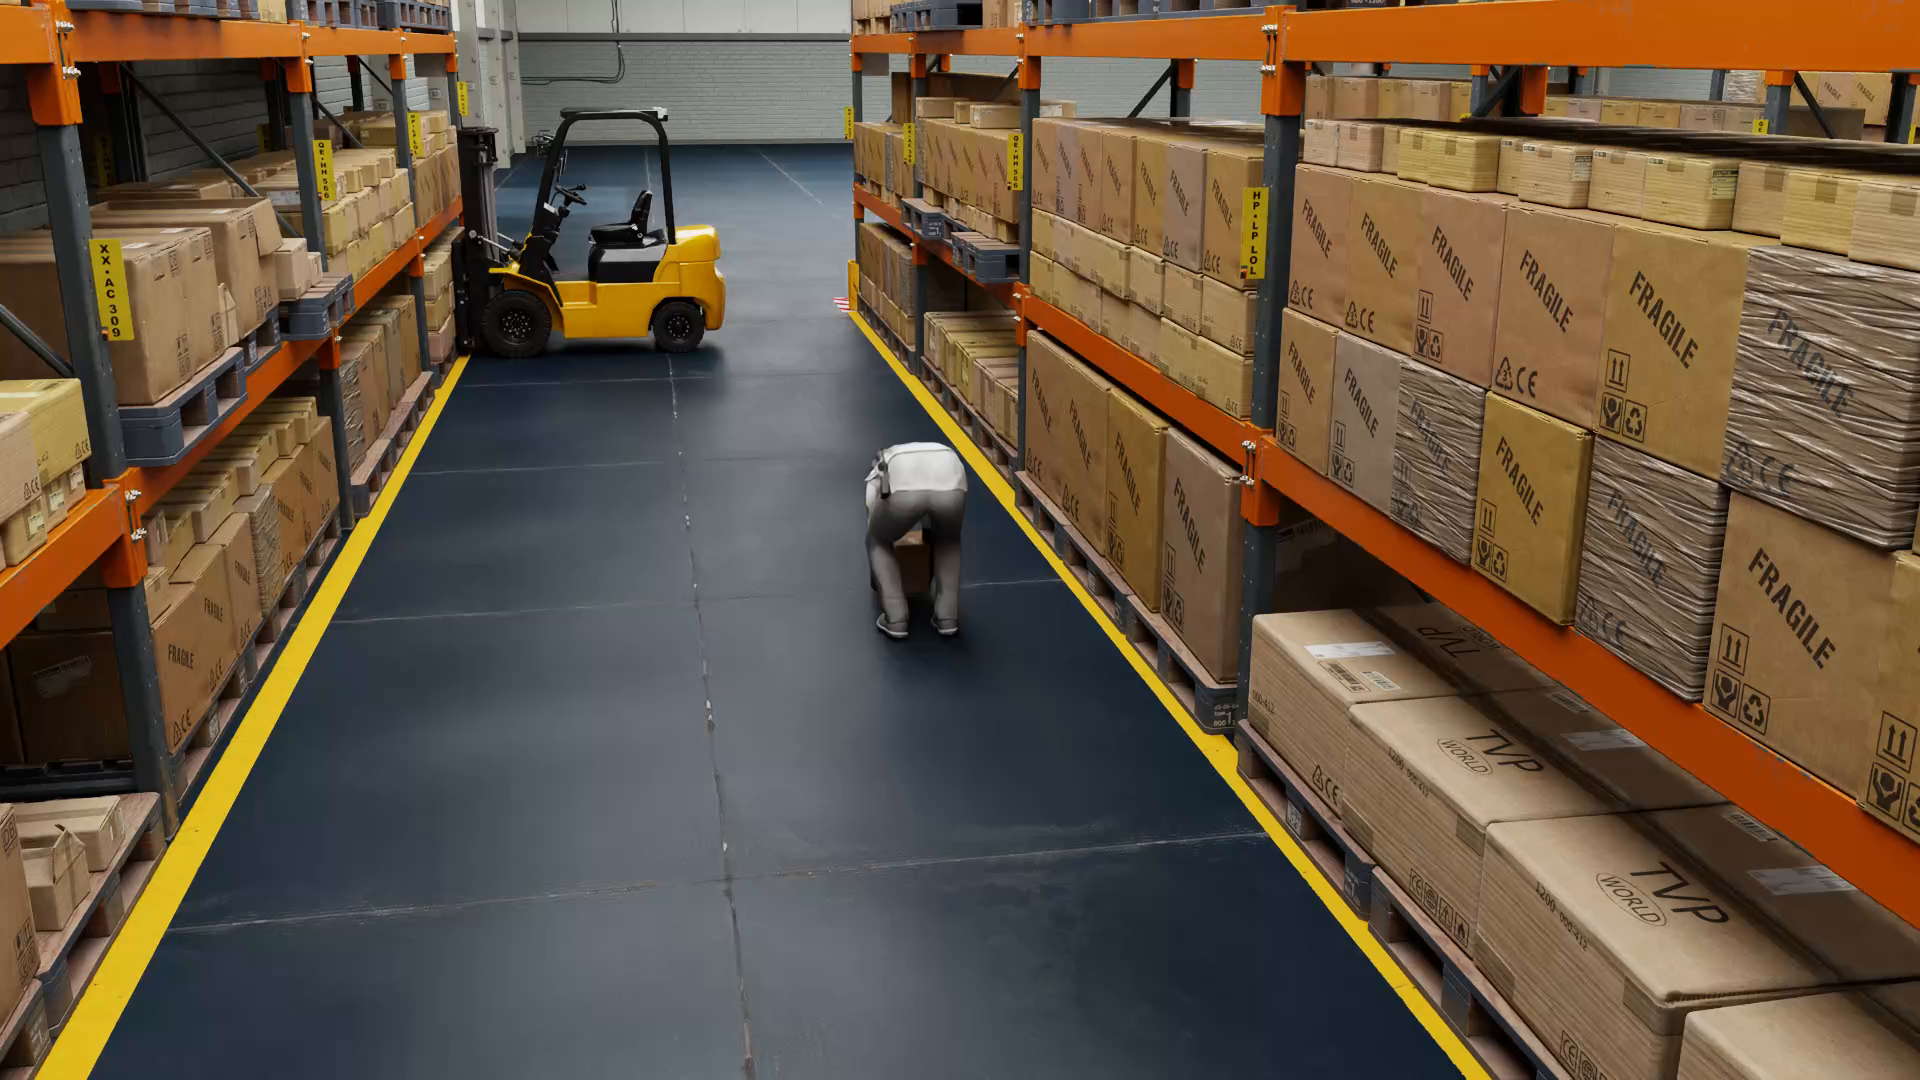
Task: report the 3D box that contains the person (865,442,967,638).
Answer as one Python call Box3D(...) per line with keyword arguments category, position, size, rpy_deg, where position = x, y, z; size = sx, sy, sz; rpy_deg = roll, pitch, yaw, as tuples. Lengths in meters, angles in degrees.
Box3D(category="person", position=(-0.235, -0.052, 8.024), size=(0.464, 0.922, 0.906), rpy_deg=(-4, 17, -13))
